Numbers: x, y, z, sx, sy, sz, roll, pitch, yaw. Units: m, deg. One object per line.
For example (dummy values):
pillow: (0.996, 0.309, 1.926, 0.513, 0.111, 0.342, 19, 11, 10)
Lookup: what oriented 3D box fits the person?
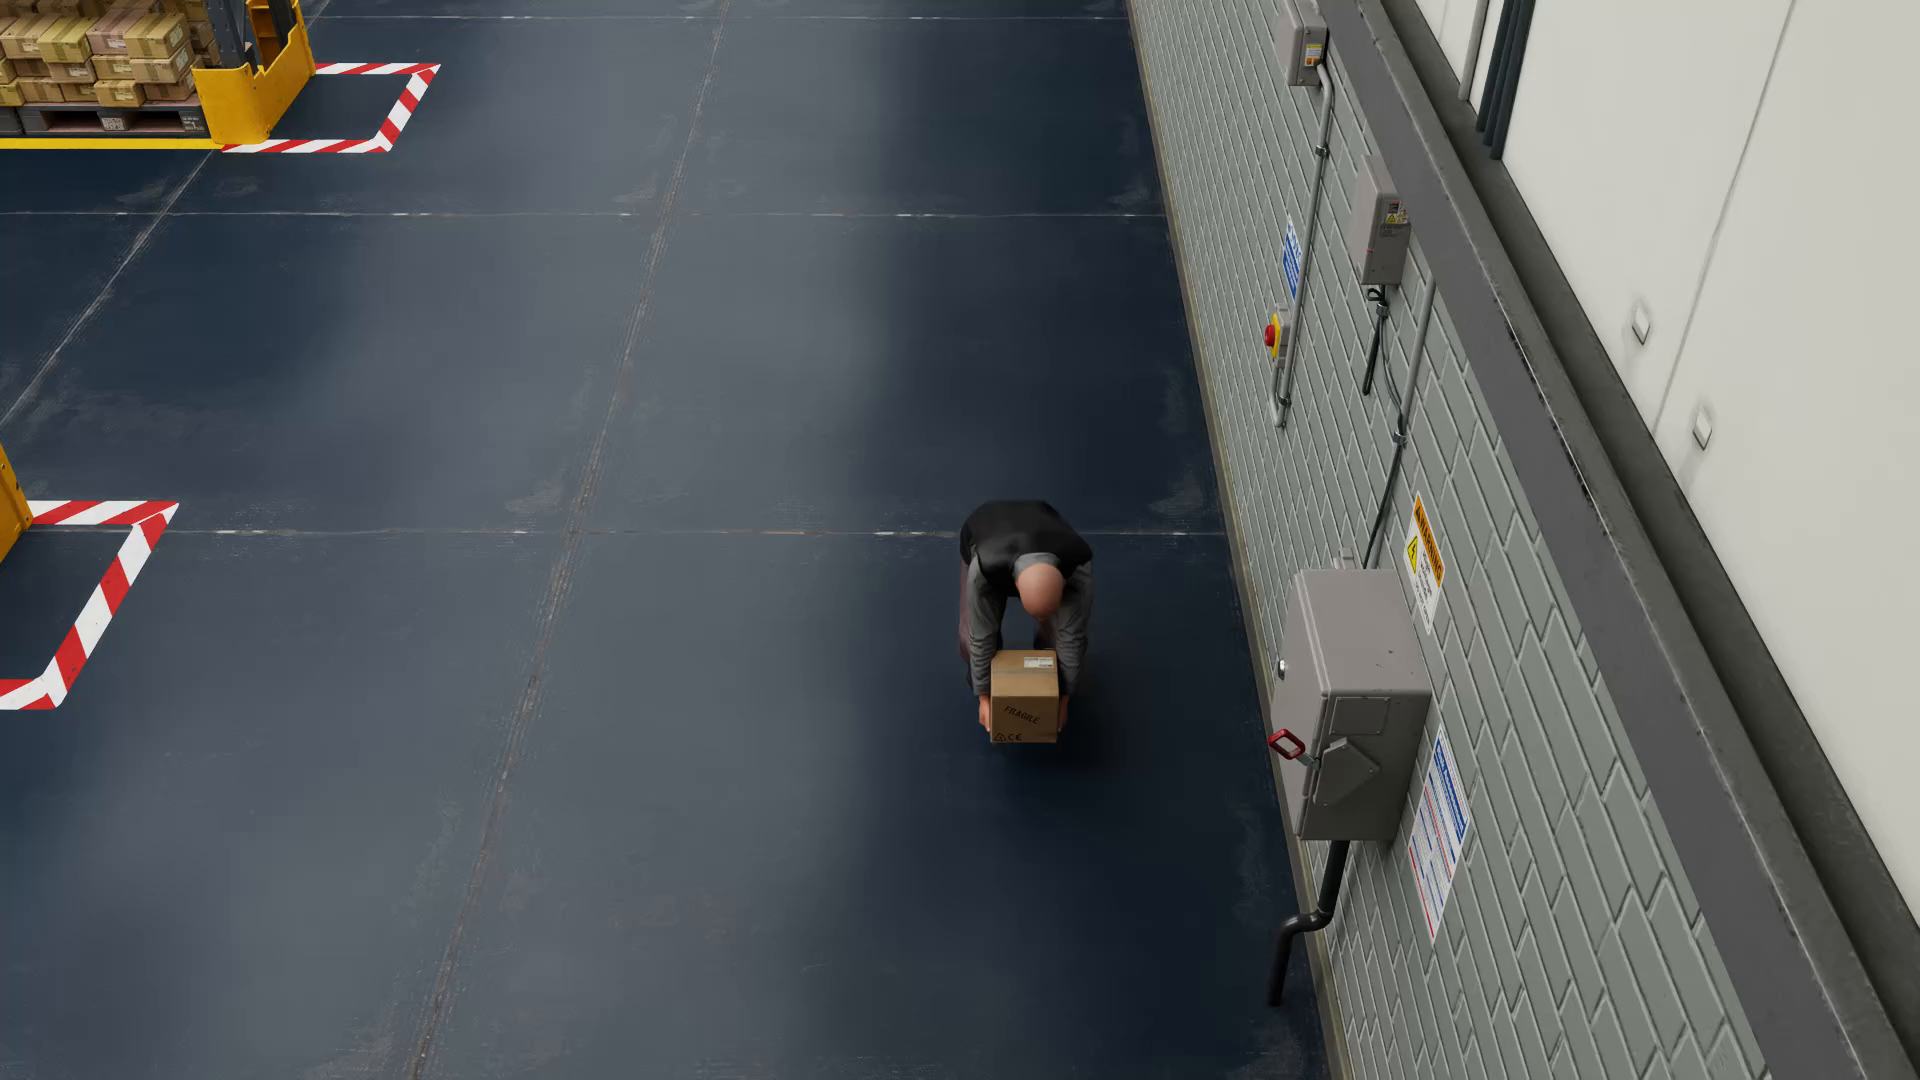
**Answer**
person: (0.244, 0.258, 6.468, 0.509, 0.960, 0.896, -1, 39, -1)
